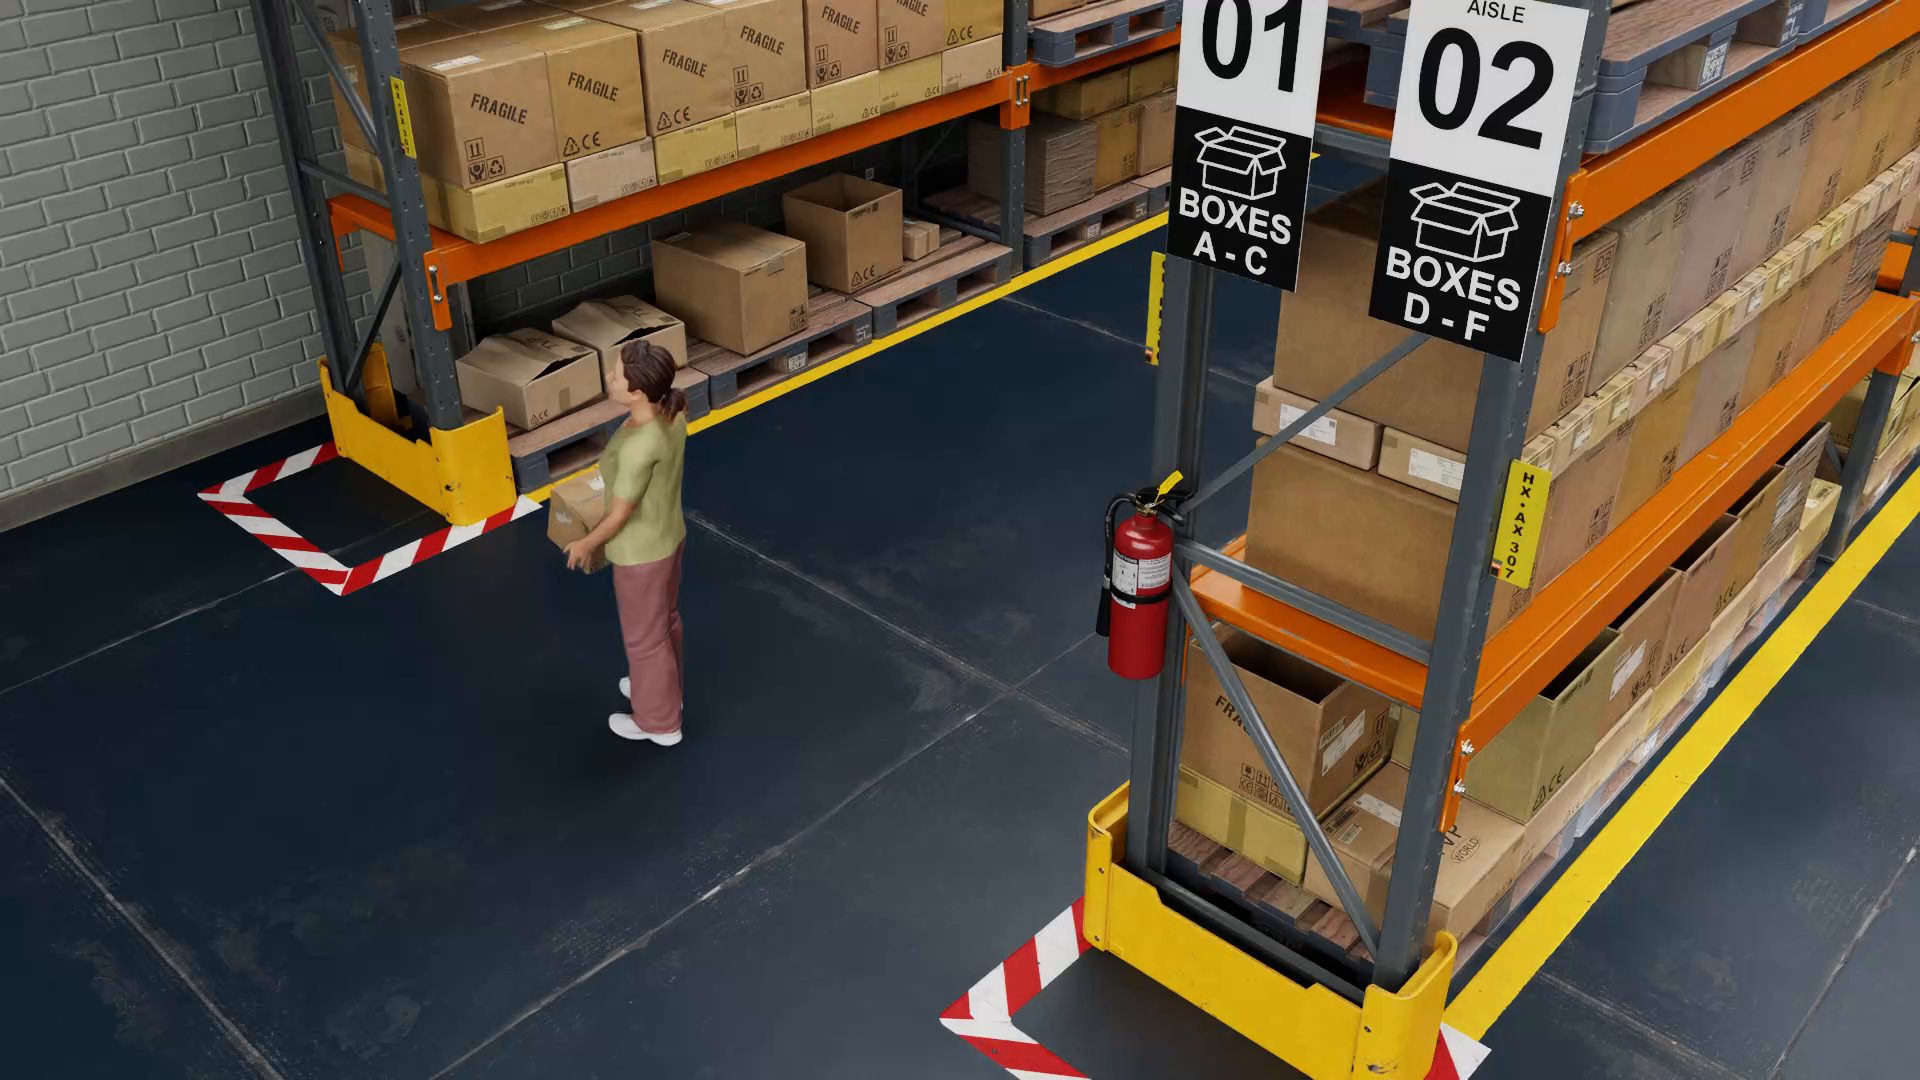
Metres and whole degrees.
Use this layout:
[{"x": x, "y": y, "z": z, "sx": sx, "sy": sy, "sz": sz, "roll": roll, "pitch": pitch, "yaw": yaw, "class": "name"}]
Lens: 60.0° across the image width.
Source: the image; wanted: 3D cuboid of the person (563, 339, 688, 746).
[{"x": -1.172, "y": 0.020, "z": 6.092, "sx": 0.487, "sy": 1.680, "sz": 0.510, "roll": 4, "pitch": 32, "yaw": 6, "class": "person"}]
